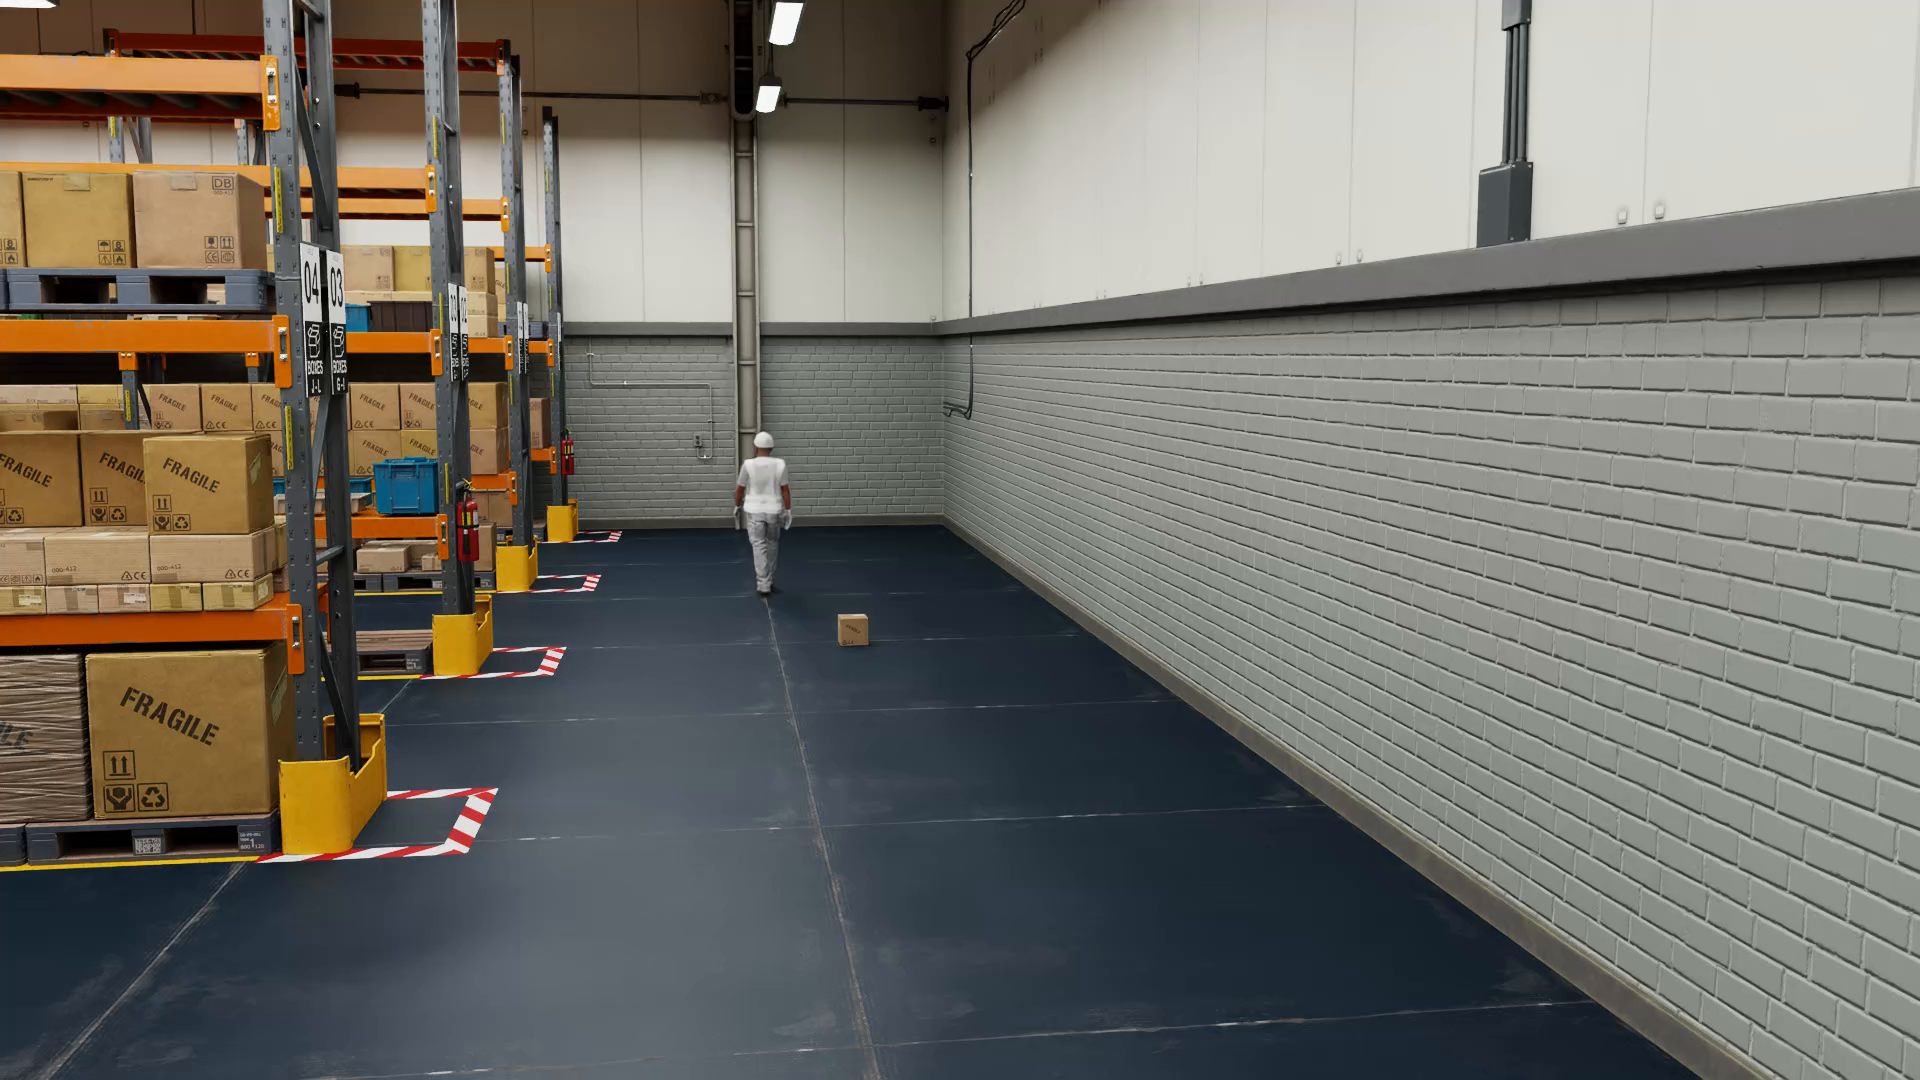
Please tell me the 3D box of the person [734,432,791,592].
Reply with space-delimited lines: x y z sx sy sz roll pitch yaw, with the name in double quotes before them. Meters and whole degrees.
"person" -2.218 -0.335 18.451 0.580 1.736 0.951 -2 7 -19
